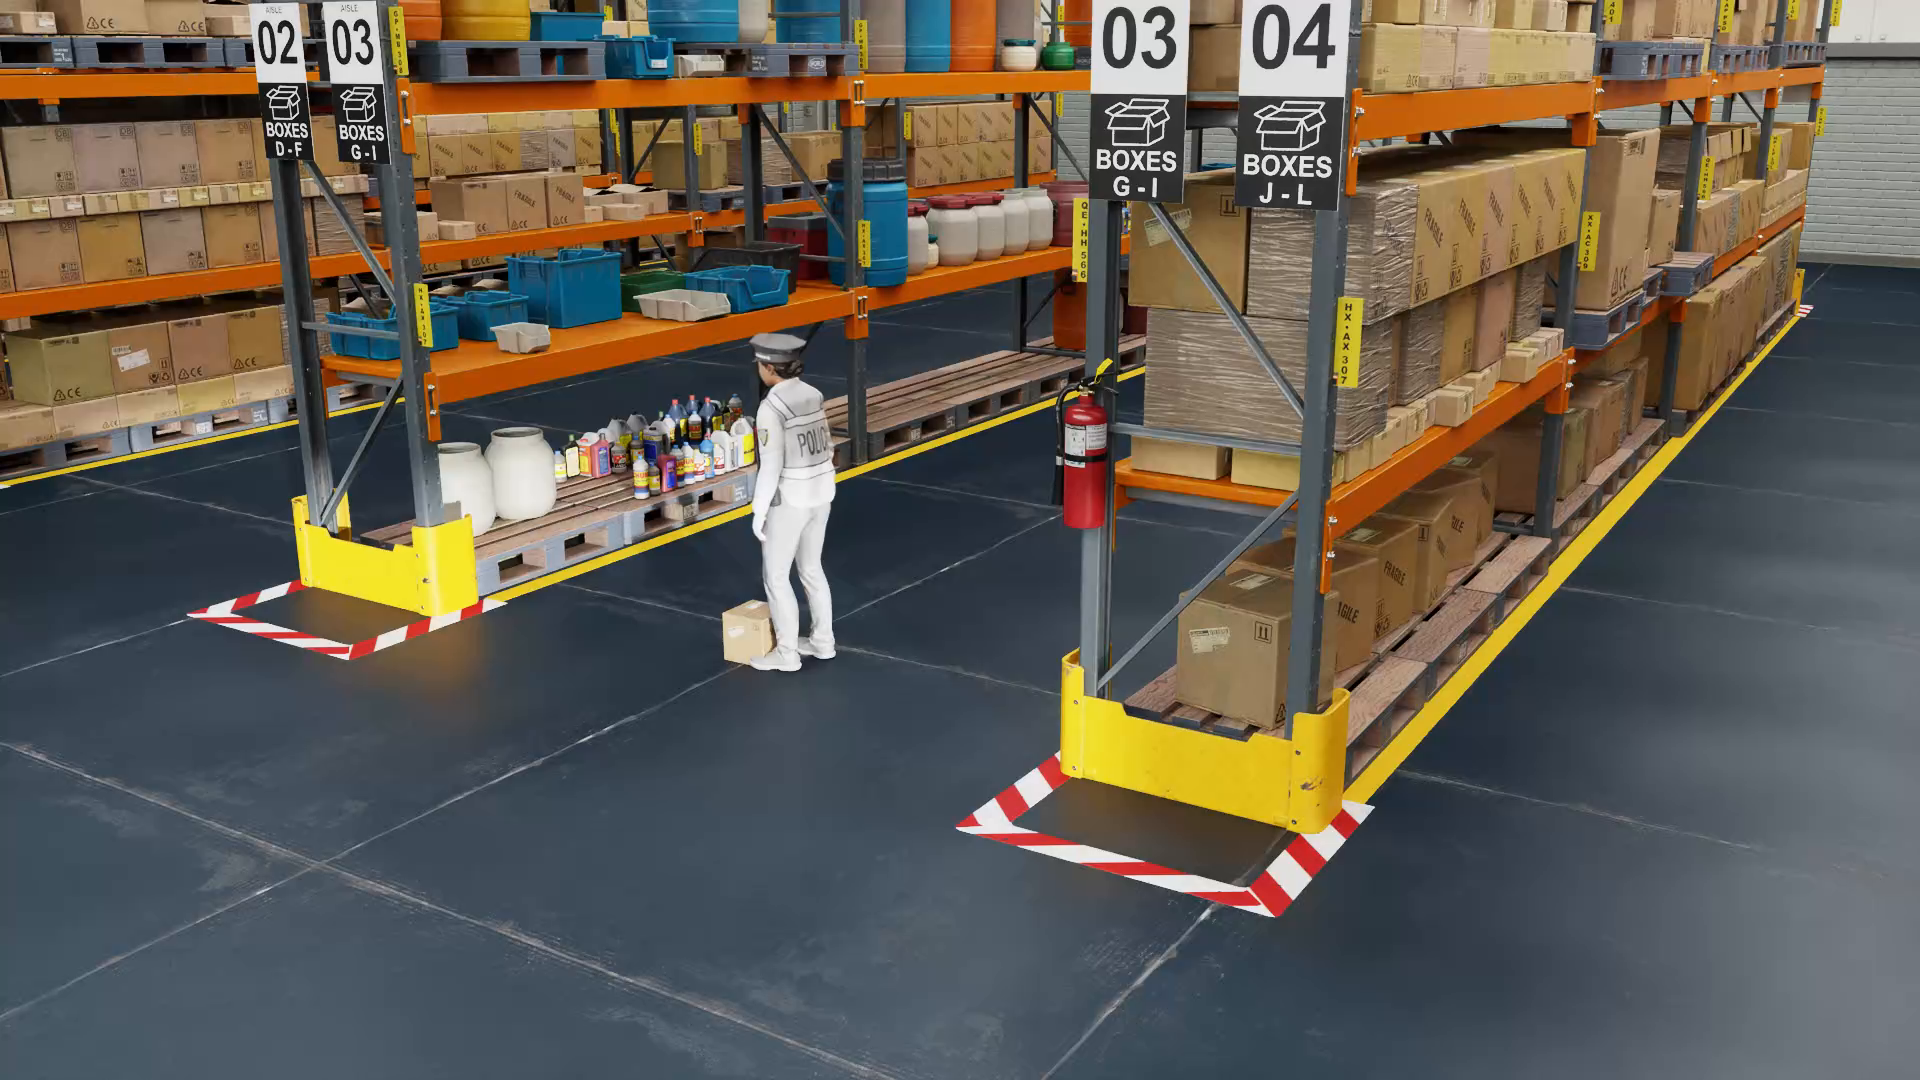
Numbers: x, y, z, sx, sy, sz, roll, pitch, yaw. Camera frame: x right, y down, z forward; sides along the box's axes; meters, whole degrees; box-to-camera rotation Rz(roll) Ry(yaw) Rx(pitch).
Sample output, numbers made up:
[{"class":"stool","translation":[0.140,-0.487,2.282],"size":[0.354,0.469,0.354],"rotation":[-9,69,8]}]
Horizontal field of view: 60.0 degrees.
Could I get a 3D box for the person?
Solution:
[{"class":"person","translation":[-0.827,-0.175,8.125],"size":[0.404,1.663,0.530],"rotation":[10,19,31]}]
